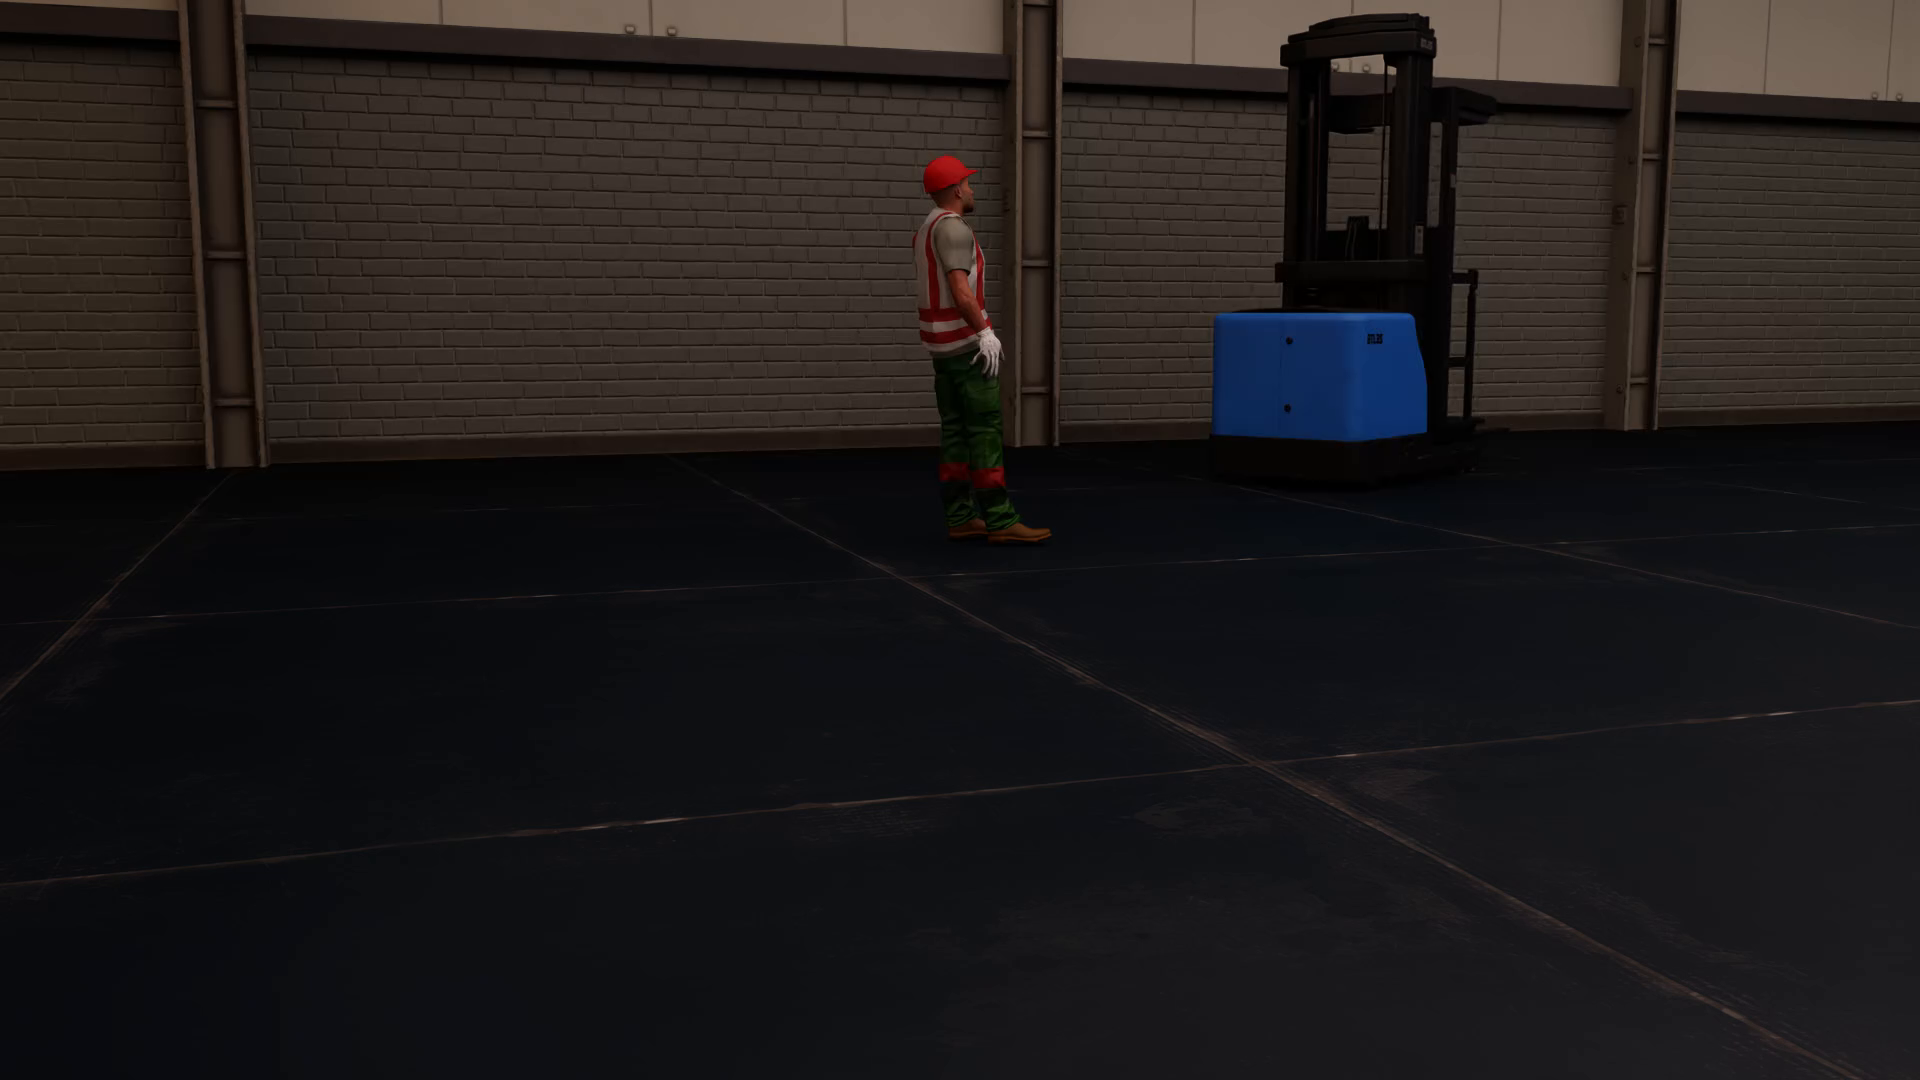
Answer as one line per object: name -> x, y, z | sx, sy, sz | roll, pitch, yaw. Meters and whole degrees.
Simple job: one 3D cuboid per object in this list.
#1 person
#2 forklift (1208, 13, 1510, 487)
person -> 0.080, -0.896, 7.816 | 0.564, 1.787, 0.637 | -3, 8, -18
forklift -> 2.886, -1.927, 11.219 | 1.130, 2.935, 3.031 | 6, 10, 38
